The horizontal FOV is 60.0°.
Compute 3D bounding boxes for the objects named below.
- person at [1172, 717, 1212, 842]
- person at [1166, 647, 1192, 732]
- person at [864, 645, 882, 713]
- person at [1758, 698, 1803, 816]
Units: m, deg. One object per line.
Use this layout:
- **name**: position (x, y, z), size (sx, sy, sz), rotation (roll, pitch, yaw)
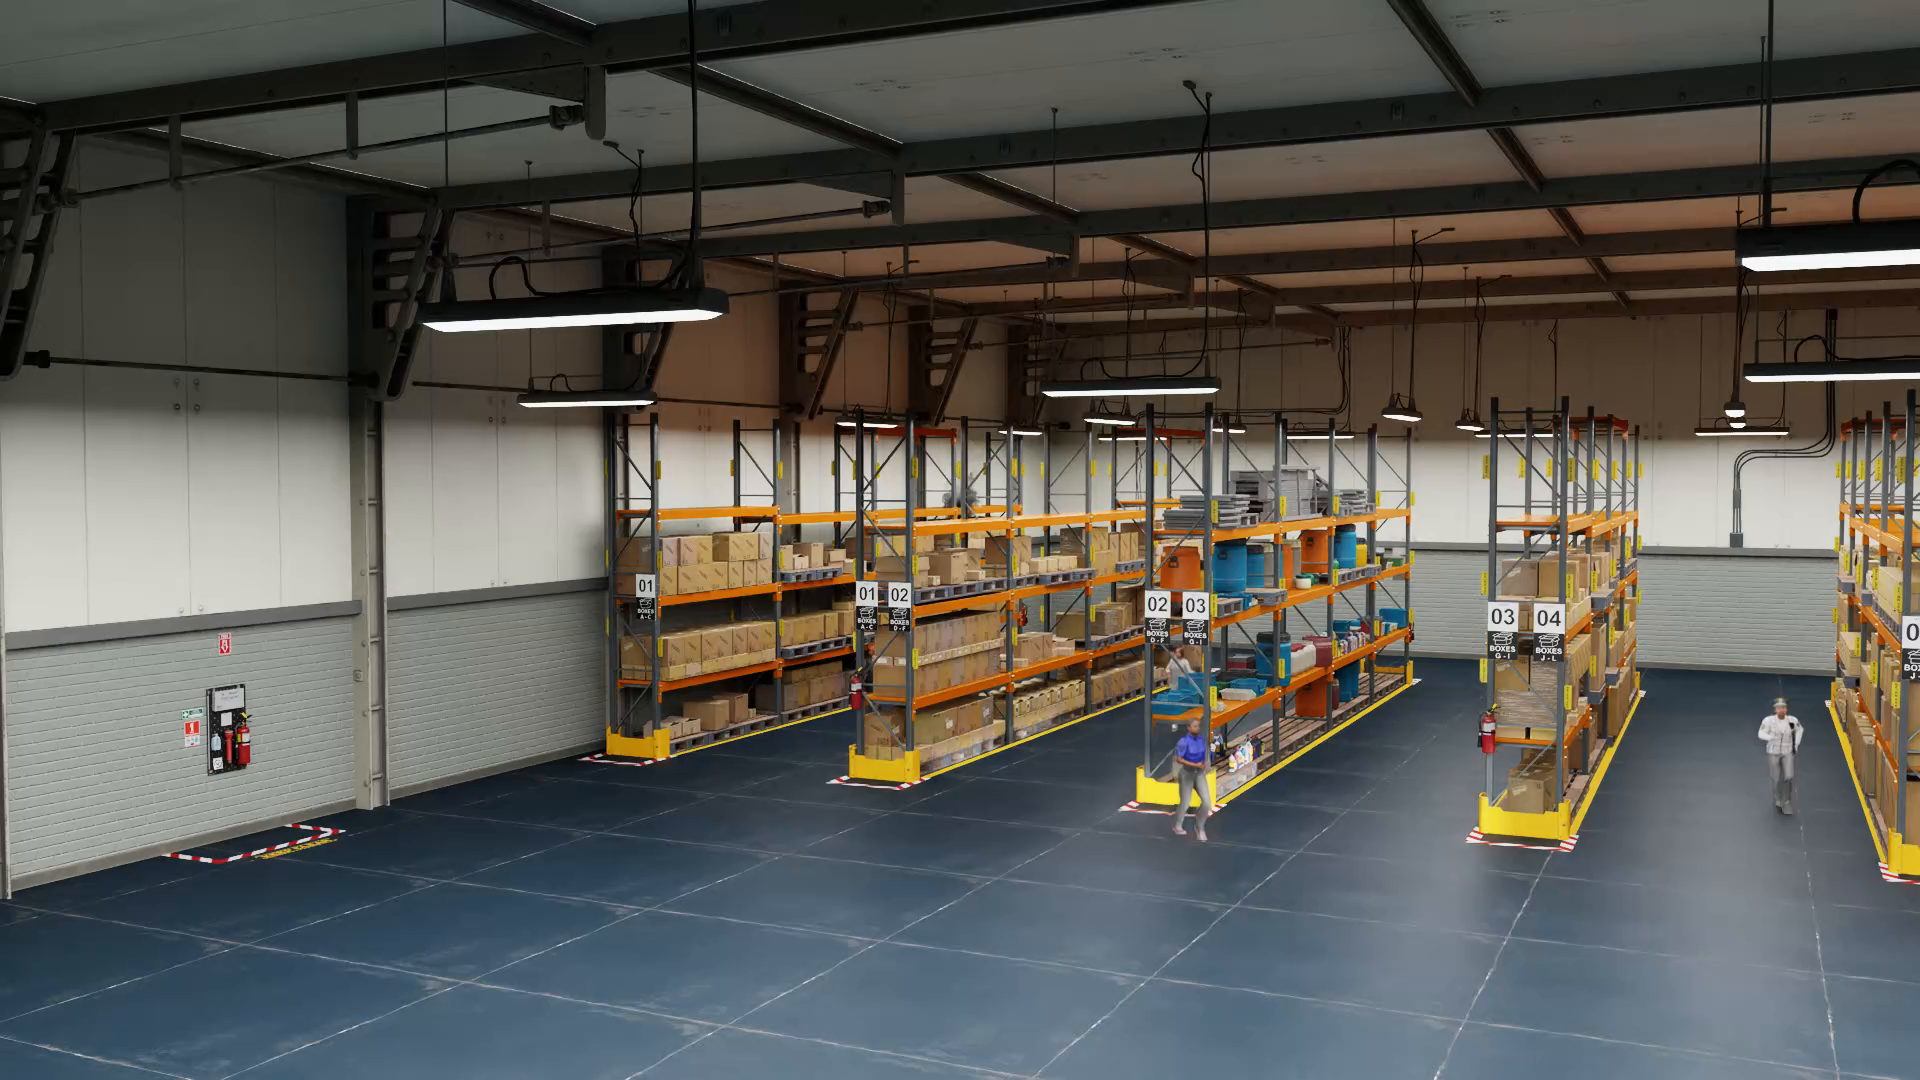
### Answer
- **person**: position (3.166, 3.251, 22.488), size (0.598, 1.721, 0.726), rotation (-1, 3, -28)
- **person**: position (4.220, 2.855, 32.114), size (0.542, 1.600, 0.863), rotation (1, 3, 18)
- **person**: position (-1.588, 2.832, 30.862), size (0.658, 1.777, 0.828), rotation (1, 3, 18)
- **person**: position (11.985, 3.145, 24.297), size (0.594, 1.714, 0.752), rotation (1, 3, 25)
